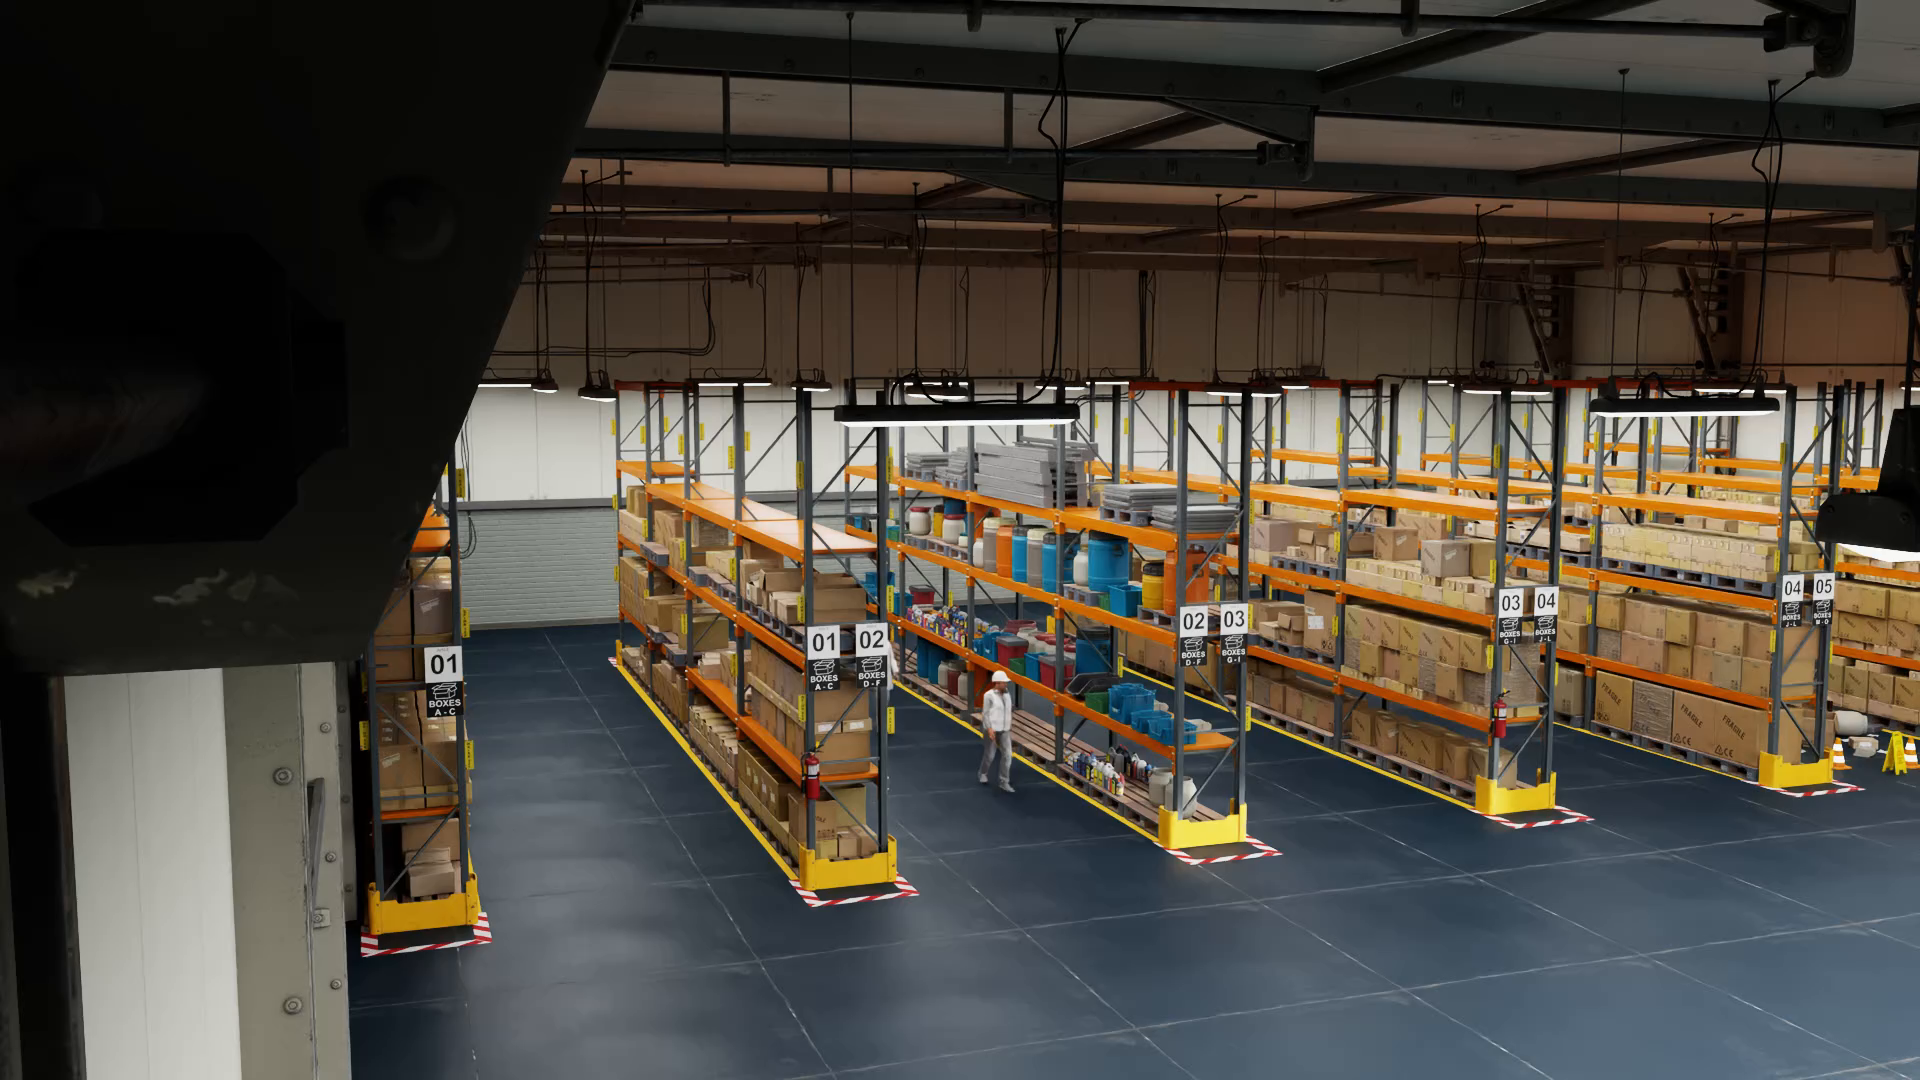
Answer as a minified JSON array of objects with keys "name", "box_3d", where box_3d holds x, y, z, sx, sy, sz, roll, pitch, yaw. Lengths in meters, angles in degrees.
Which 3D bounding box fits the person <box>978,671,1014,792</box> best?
[{"name":"person","box_3d":[0.580,2.844,24.912,0.612,1.770,0.768,-5,8,-40]}]

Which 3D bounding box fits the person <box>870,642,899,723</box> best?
[{"name":"person","box_3d":[-1.318,2.414,28.866,0.609,1.804,0.730,-4,7,-35]}]
